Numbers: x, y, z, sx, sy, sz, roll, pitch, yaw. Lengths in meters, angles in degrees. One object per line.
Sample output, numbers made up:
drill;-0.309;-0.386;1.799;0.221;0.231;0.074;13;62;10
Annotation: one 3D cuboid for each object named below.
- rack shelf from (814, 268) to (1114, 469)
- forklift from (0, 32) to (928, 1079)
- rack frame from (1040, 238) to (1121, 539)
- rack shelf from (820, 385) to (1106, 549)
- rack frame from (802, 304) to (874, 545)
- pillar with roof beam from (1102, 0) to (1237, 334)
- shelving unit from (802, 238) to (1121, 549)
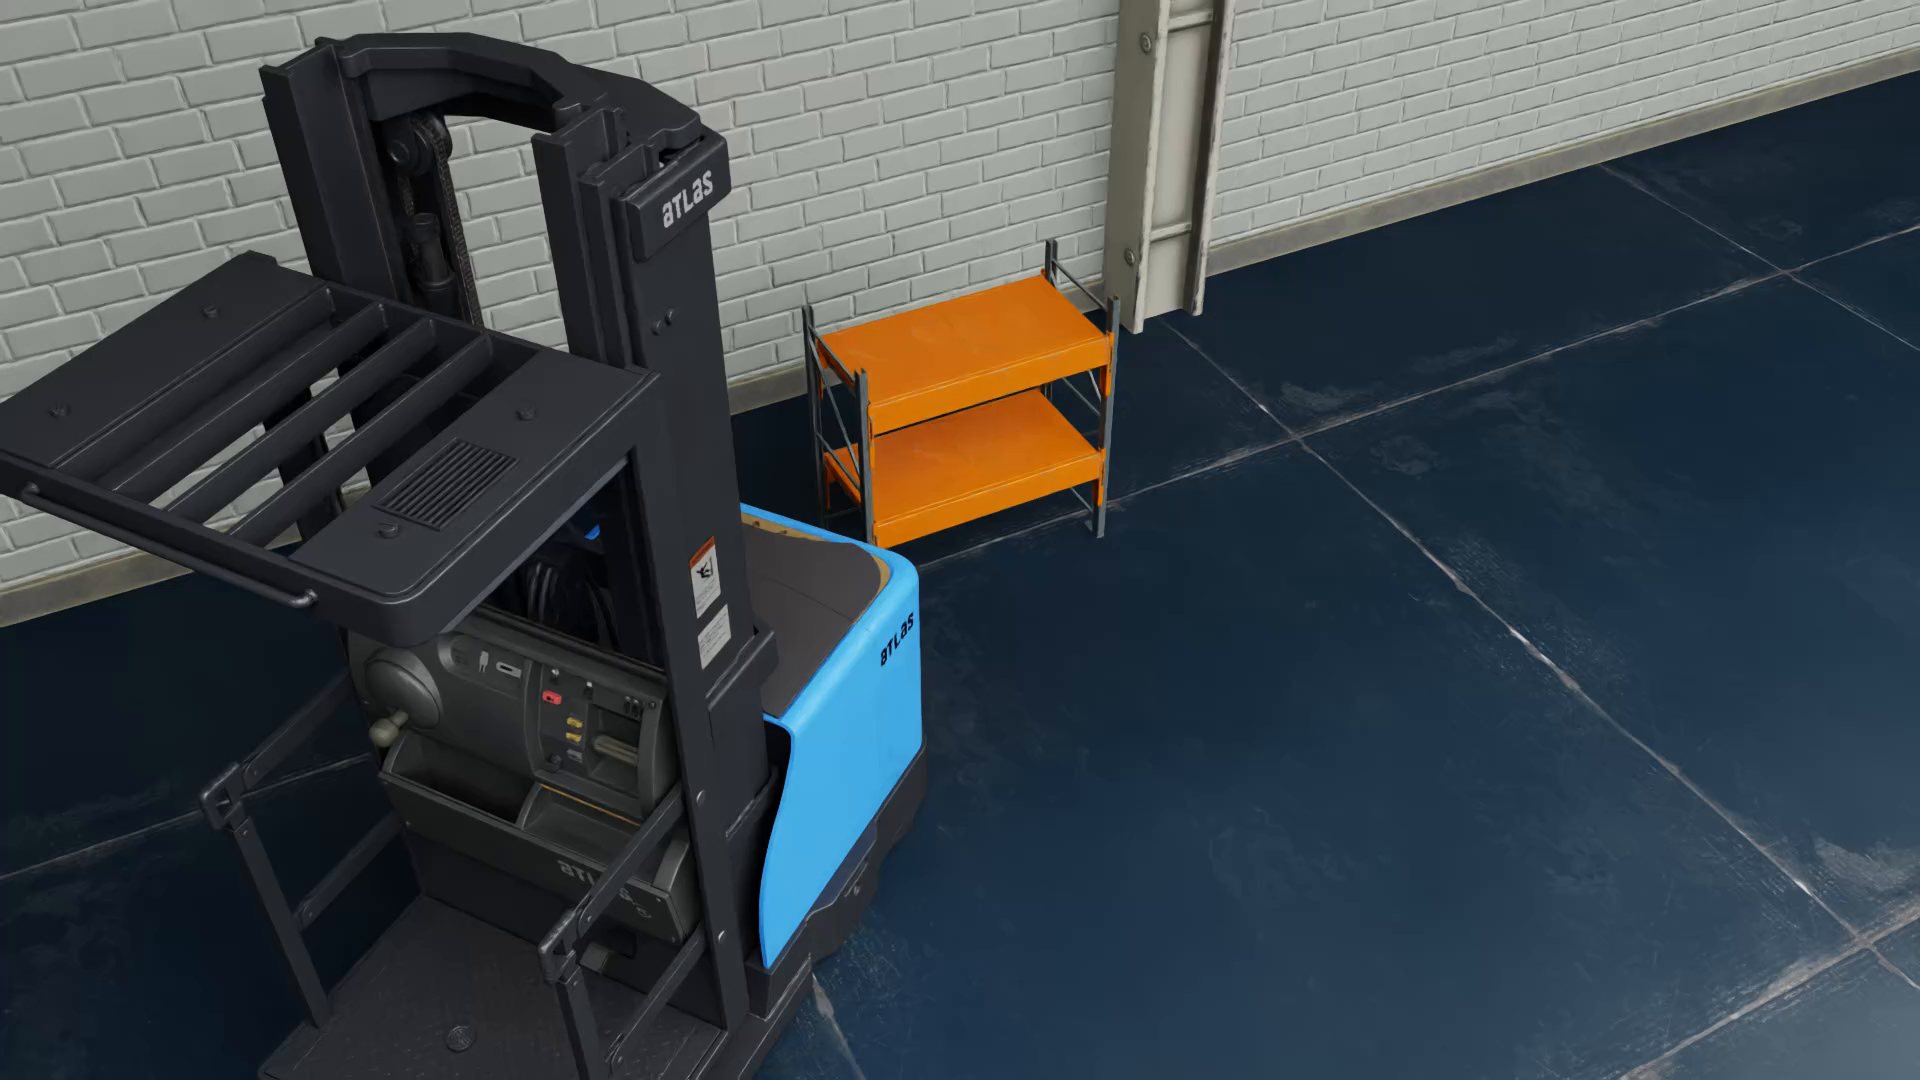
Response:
rack shelf;0.006;-0.655;6.200;1.000;0.278;0.538;-19;44;-21
forklift;-1.212;0.476;3.919;1.130;2.935;3.031;18;43;20
rack frame;0.457;-0.583;6.568;0.032;1.125;0.500;-19;44;-21
rack shelf;0.006;-0.245;6.547;1.000;0.278;0.538;-19;44;-21
rack frame;-0.445;-0.280;6.210;0.032;1.125;0.500;-19;44;-21
pillar with roof beam;2.917;-2.092;2.257;0.400;9.000;9.100;-19;44;-21
shelving unit;0.006;-0.431;6.389;1.048;1.125;0.538;-19;44;-21
